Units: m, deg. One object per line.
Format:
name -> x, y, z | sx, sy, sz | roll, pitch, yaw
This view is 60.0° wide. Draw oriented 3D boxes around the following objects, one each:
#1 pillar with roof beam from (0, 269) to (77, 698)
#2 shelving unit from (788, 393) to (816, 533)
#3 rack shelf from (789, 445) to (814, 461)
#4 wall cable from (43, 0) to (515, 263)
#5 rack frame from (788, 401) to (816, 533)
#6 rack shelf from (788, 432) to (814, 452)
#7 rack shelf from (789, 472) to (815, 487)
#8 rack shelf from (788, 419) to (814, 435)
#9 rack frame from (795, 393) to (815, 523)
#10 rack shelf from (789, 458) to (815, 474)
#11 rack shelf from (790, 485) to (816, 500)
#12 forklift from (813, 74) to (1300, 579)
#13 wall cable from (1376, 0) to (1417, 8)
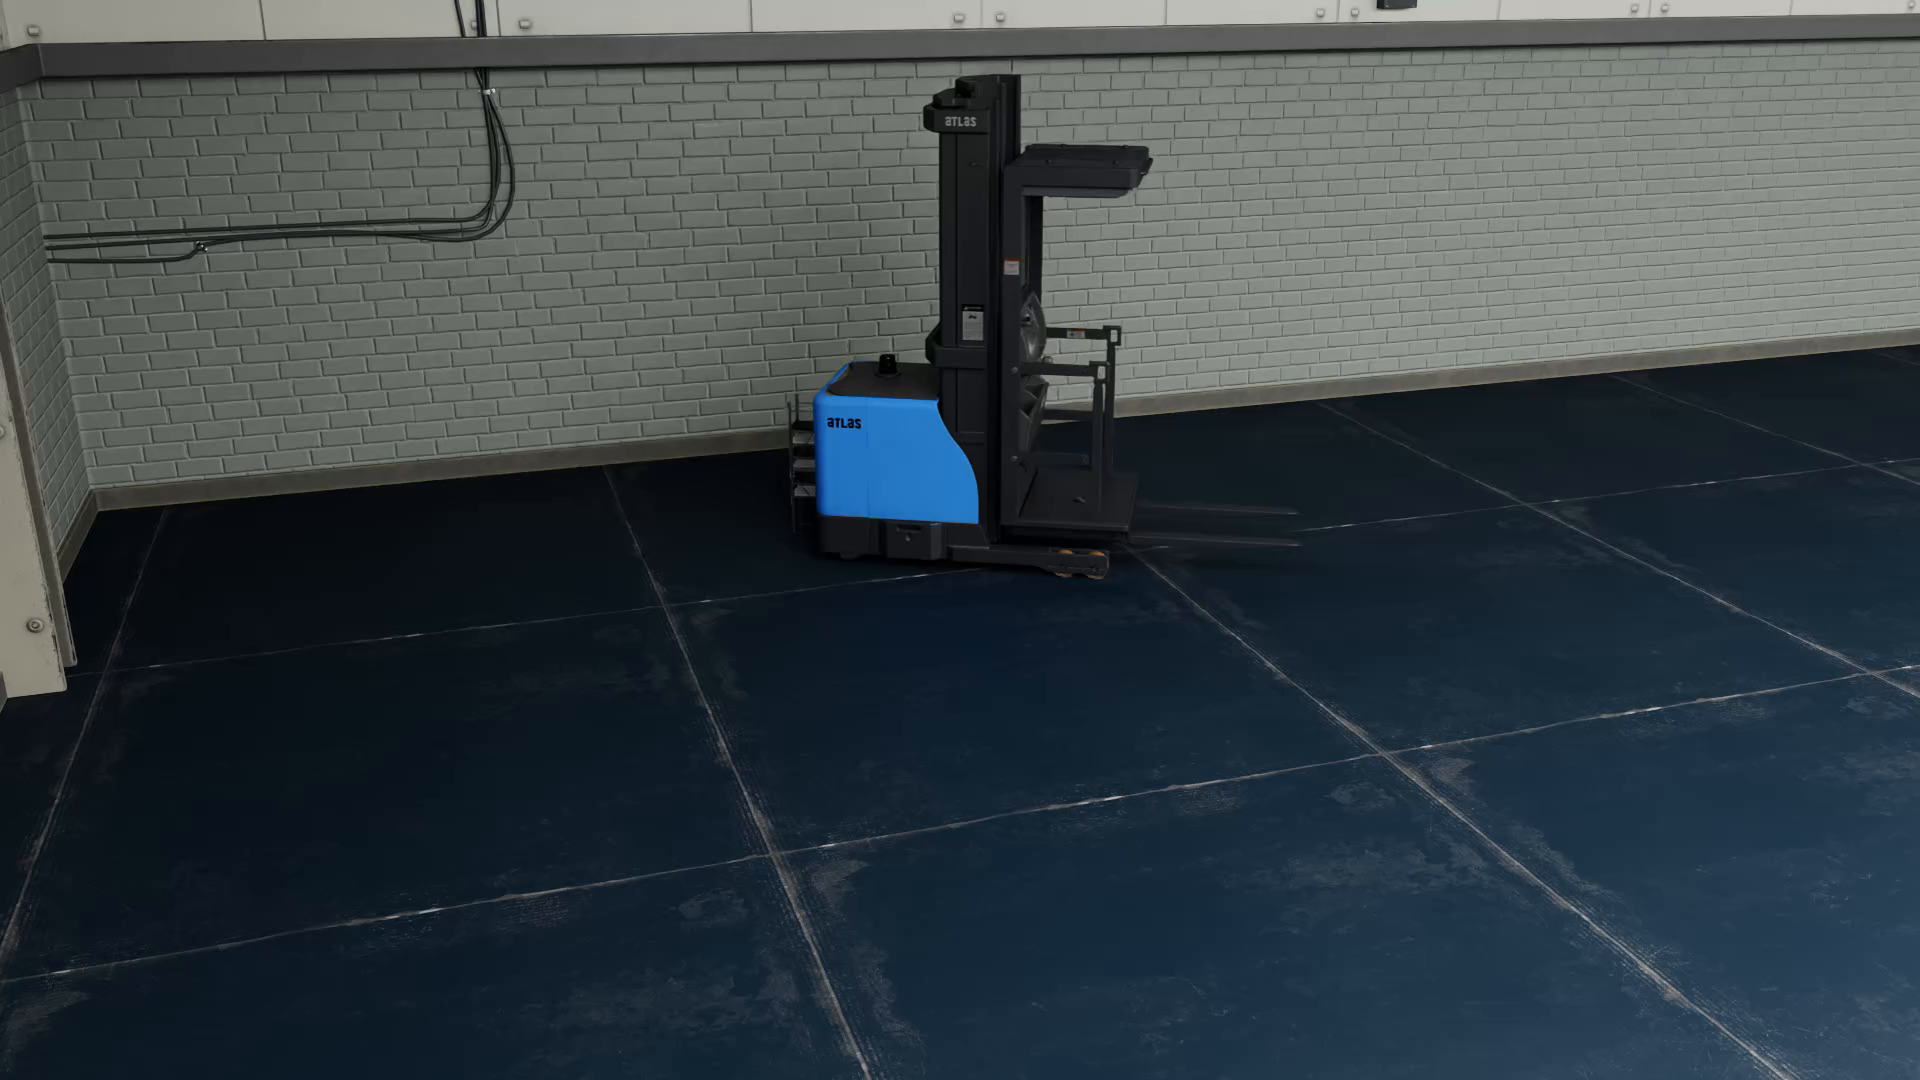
pillar with roof beam -> -0.811, -3.950, 8.601 | 9.100, 9.000, 0.400 | -6, 21, -17
shelving unit -> -0.980, -0.500, 10.978 | 0.258, 0.900, 0.210 | 3, 20, 8
rack shelf -> -0.980, -0.554, 10.959 | 0.258, 0.077, 0.200 | 3, 20, 8
wall cable -> -4.569, -3.117, 10.876 | 3.097, 2.526, 0.112 | -6, 21, -17
rack frame -> -0.994, -0.466, 10.883 | 0.240, 0.900, 0.006 | 3, 20, 8
rack shelf -> -0.980, -0.638, 10.929 | 0.258, 0.077, 0.200 | 3, 20, 8
rack shelf -> -0.980, -0.384, 11.020 | 0.258, 0.077, 0.200 | 3, 20, 8
rack shelf -> -0.980, -0.723, 10.898 | 0.258, 0.077, 0.200 | 3, 20, 8
rack frame -> -0.965, -0.534, 11.073 | 0.240, 0.900, 0.006 | 3, 20, 8
rack shelf -> -0.980, -0.469, 10.989 | 0.258, 0.077, 0.200 | 3, 20, 8
rack shelf -> -0.980, -0.300, 11.050 | 0.258, 0.077, 0.200 | 3, 20, 8
forklift -> 0.641, -1.332, 10.289 | 3.031, 2.935, 1.130 | 3, 20, 9
wall cable -> 4.448, -7.182, 12.570 | 2.305, 6.003, 0.169 | -6, 21, -17
